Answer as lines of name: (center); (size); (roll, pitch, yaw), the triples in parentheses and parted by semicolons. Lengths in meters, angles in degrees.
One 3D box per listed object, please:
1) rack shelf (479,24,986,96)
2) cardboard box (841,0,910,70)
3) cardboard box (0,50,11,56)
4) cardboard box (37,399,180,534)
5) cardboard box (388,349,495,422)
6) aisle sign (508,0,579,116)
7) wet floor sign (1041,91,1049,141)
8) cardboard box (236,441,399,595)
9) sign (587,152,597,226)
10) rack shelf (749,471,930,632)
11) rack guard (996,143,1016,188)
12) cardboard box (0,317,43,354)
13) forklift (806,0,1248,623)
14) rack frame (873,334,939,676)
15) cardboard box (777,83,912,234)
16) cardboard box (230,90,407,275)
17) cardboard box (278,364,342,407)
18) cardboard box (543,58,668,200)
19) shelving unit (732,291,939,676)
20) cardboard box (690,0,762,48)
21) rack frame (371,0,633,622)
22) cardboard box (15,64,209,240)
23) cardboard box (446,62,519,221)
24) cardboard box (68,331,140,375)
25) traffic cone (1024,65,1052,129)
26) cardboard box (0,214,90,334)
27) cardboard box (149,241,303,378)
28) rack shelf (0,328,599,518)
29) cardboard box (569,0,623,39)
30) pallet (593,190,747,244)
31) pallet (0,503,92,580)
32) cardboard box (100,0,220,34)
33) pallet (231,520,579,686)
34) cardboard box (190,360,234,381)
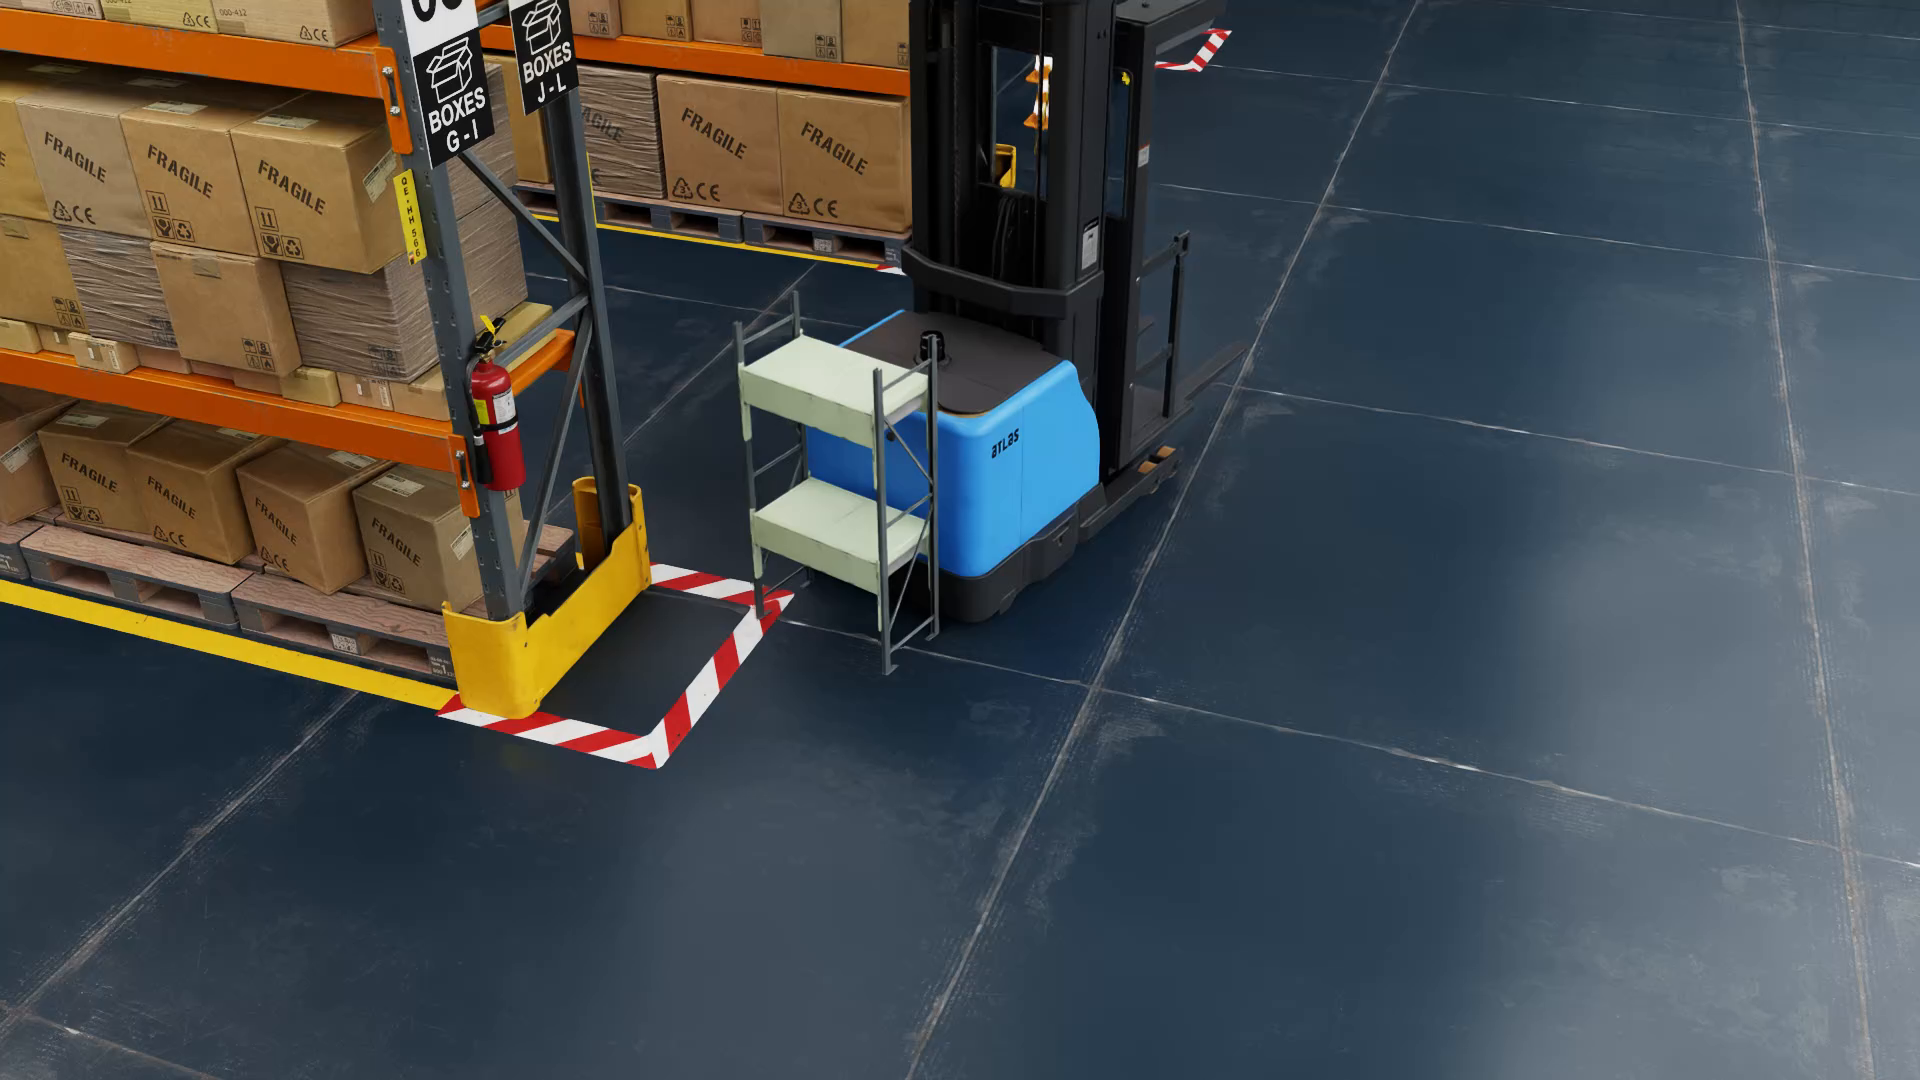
rack shelf: (-1.855, -3.381, 11.384); (4.000, 0.370, 1.077); (11, 34, 16)
cardboard box: (-0.337, -3.425, 10.651); (0.550, 0.550, 0.875); (11, 34, 16)
cardboard box: (-4.227, -1.727, 6.872); (0.500, 0.500, 0.500); (11, 34, 16)
cardboard box: (-3.991, -0.393, 8.011); (0.500, 0.500, 0.500); (8, 34, 12)
cardboard box: (-2.079, -0.644, 6.714); (0.250, 0.149, 0.380); (11, 34, 16)
aisle sign: (-1.582, -2.037, 6.243); (0.004, 0.787, 0.394); (11, 34, 16)
wet floor sign: (0.723, -3.334, 12.819); (0.232, 0.644, 0.267); (5, 33, 8)
cardboard box: (-2.898, -0.144, 7.625); (0.500, 0.500, 0.500); (21, 38, 29)
sign: (-1.558, -1.444, 6.923); (0.005, 0.325, 0.100); (11, 34, 16)
rack shelf: (-0.519, 0.039, 7.408); (0.720, 0.370, 0.431); (21, 38, 29)
rack guard: (0.050, -2.263, 11.293); (0.348, 0.500, 1.175); (11, 34, 16)
cardboard box: (-3.989, -0.969, 7.217); (0.250, 0.149, 0.380); (11, 34, 16)
forklift: (0.518, -1.608, 8.039); (1.130, 2.935, 3.031); (21, 38, 29)
rack frame: (-0.219, -0.121, 7.054); (0.023, 1.500, 0.400); (21, 38, 29)
cardboard box: (-0.633, -2.691, 11.225); (0.875, 0.875, 0.875); (11, 35, 17)
cardboard box: (-2.342, -1.364, 6.310); (0.500, 0.500, 0.500); (11, 34, 16)
cardboard box: (-2.567, -0.710, 6.815); (0.250, 0.149, 0.380); (11, 34, 16)
cardboard box: (-2.320, -3.019, 11.732); (0.875, 0.875, 0.875); (11, 35, 17)
shelving unit: (-0.519, -0.235, 7.231); (0.755, 1.500, 0.431); (21, 38, 29)
cardboard box: (-1.347, -3.681, 11.048); (0.550, 0.550, 0.875); (11, 34, 16)
rack frame: (-1.741, -0.803, 6.728); (0.127, 3.000, 1.000); (11, 34, 16)
cardboard box: (-3.285, -1.546, 6.591); (0.500, 0.500, 0.500); (11, 34, 16)
cardboard box: (-2.167, -1.630, 6.721); (0.500, 0.500, 0.500); (11, 34, 16)
cardboard box: (-3.527, -0.865, 7.056); (0.250, 0.149, 0.380); (11, 34, 16)
traffic cone: (0.708, -3.588, 13.381); (0.334, 0.463, 0.336); (11, 34, 16)
cardboard box: (-3.684, -1.326, 7.172); (0.500, 0.500, 0.875); (11, 34, 16)
cardboard box: (-2.761, -1.115, 6.845); (0.500, 0.500, 0.875); (11, 34, 16)
rack shelf: (-3.624, -0.867, 7.490); (4.000, 0.370, 1.077); (11, 34, 16)
cardboard box: (-2.393, -3.803, 11.236); (0.550, 0.550, 0.875); (11, 34, 16)
pallet: (-1.896, -2.476, 11.891); (1.213, 0.211, 1.003); (11, 34, 16)
pallet: (-4.863, -0.259, 8.456); (1.213, 0.211, 1.003); (11, 34, 16)
cardboard box: (-2.752, -2.049, 6.030); (0.500, 0.250, 0.500); (11, 35, 17)
pallet: (-2.566, 0.188, 7.764); (1.213, 0.211, 1.003); (11, 34, 16)
cardboard box: (-3.018, -0.830, 7.002); (0.250, 0.149, 0.380); (11, 34, 16)
